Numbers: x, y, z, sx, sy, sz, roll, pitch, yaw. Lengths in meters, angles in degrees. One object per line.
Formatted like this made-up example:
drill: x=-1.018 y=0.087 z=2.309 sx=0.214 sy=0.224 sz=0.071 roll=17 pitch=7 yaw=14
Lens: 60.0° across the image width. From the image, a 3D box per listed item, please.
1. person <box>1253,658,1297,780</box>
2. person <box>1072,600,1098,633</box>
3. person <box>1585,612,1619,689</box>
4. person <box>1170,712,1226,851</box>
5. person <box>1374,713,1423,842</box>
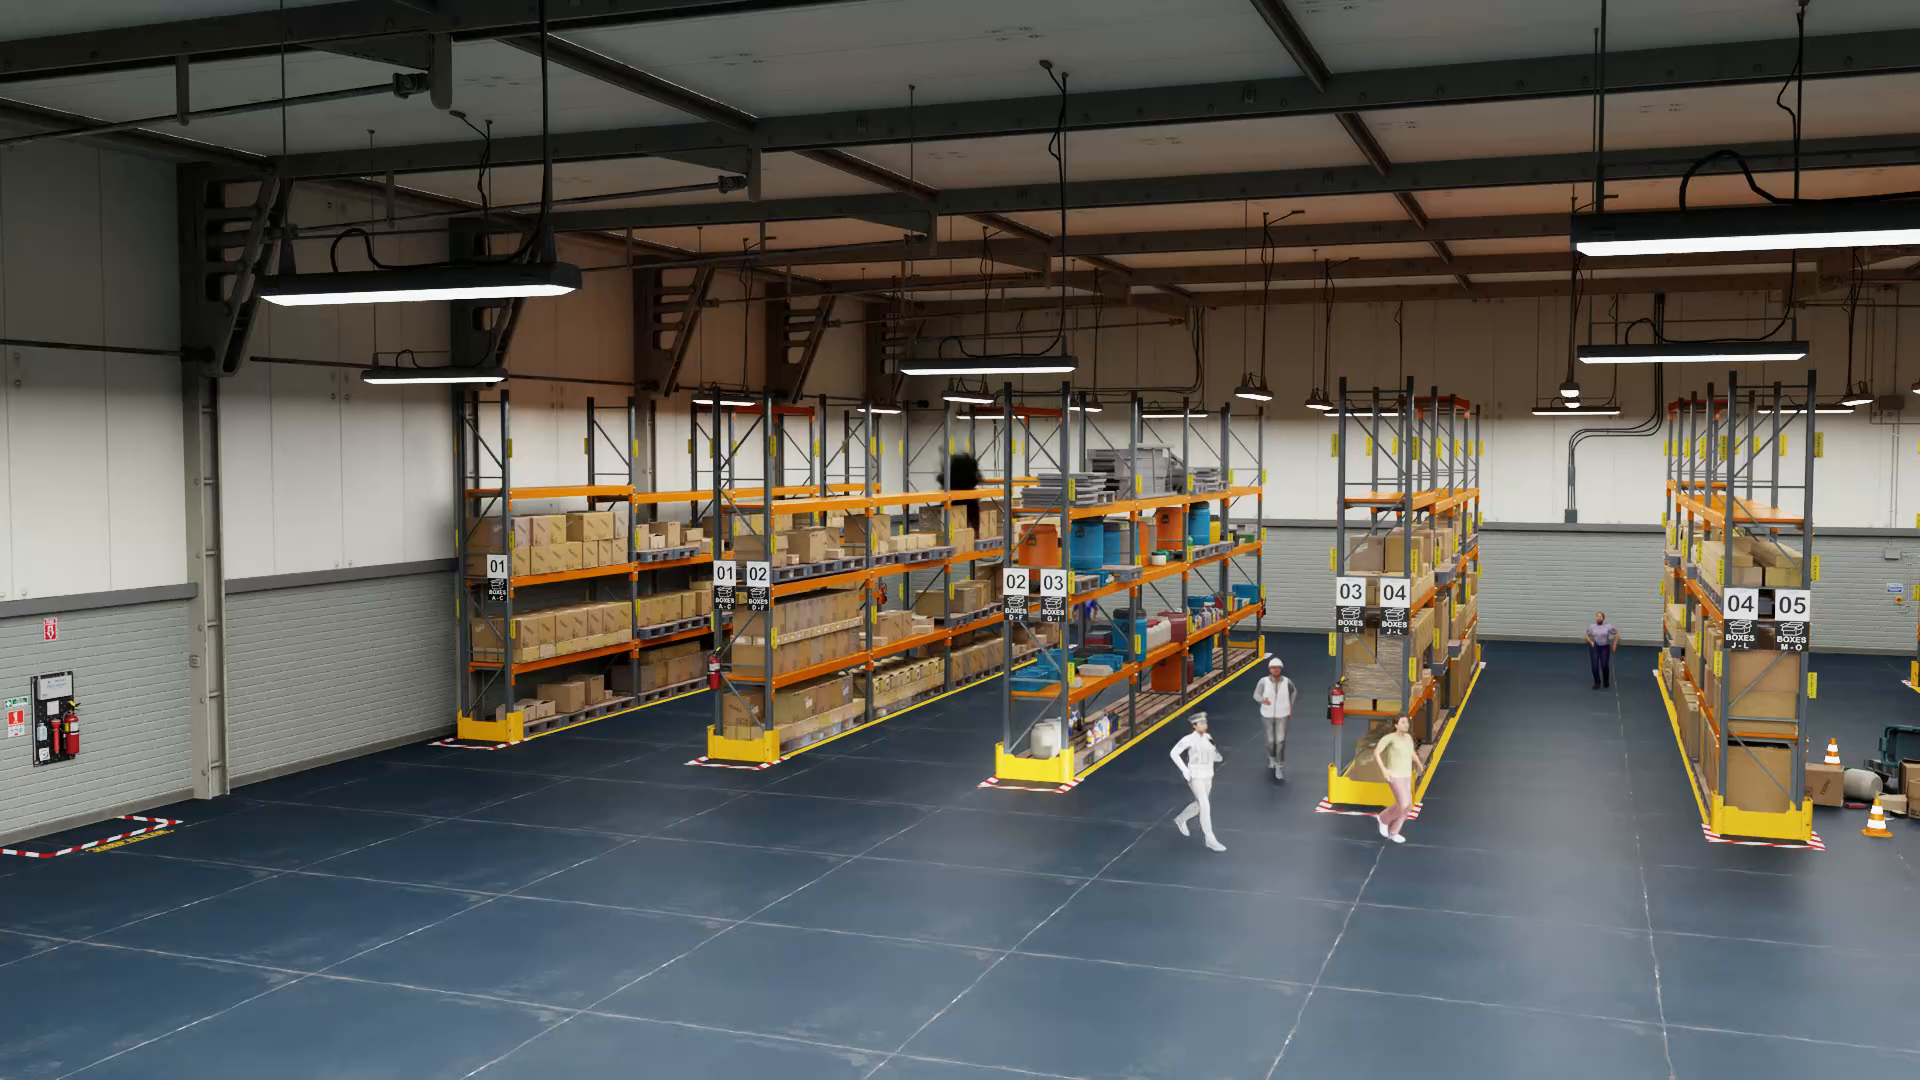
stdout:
person: x=4.823 y=2.711 z=25.509 sx=0.644 sy=1.812 sz=0.851 roll=1 pitch=3 yaw=15
person: x=2.797 y=1.862 z=37.256 sx=0.565 sy=1.641 sz=0.686 roll=0 pitch=3 yaw=6
person: x=13.266 y=2.301 z=34.425 sx=0.642 sy=1.601 sz=0.596 roll=2 pitch=4 yaw=27
person: x=3.007 y=2.987 z=20.866 sx=0.613 sy=1.673 sz=0.922 roll=-3 pitch=4 yaw=-39
person: x=5.602 y=3.019 z=21.170 sx=0.592 sy=1.638 sz=0.533 roll=-2 pitch=4 yaw=-32
